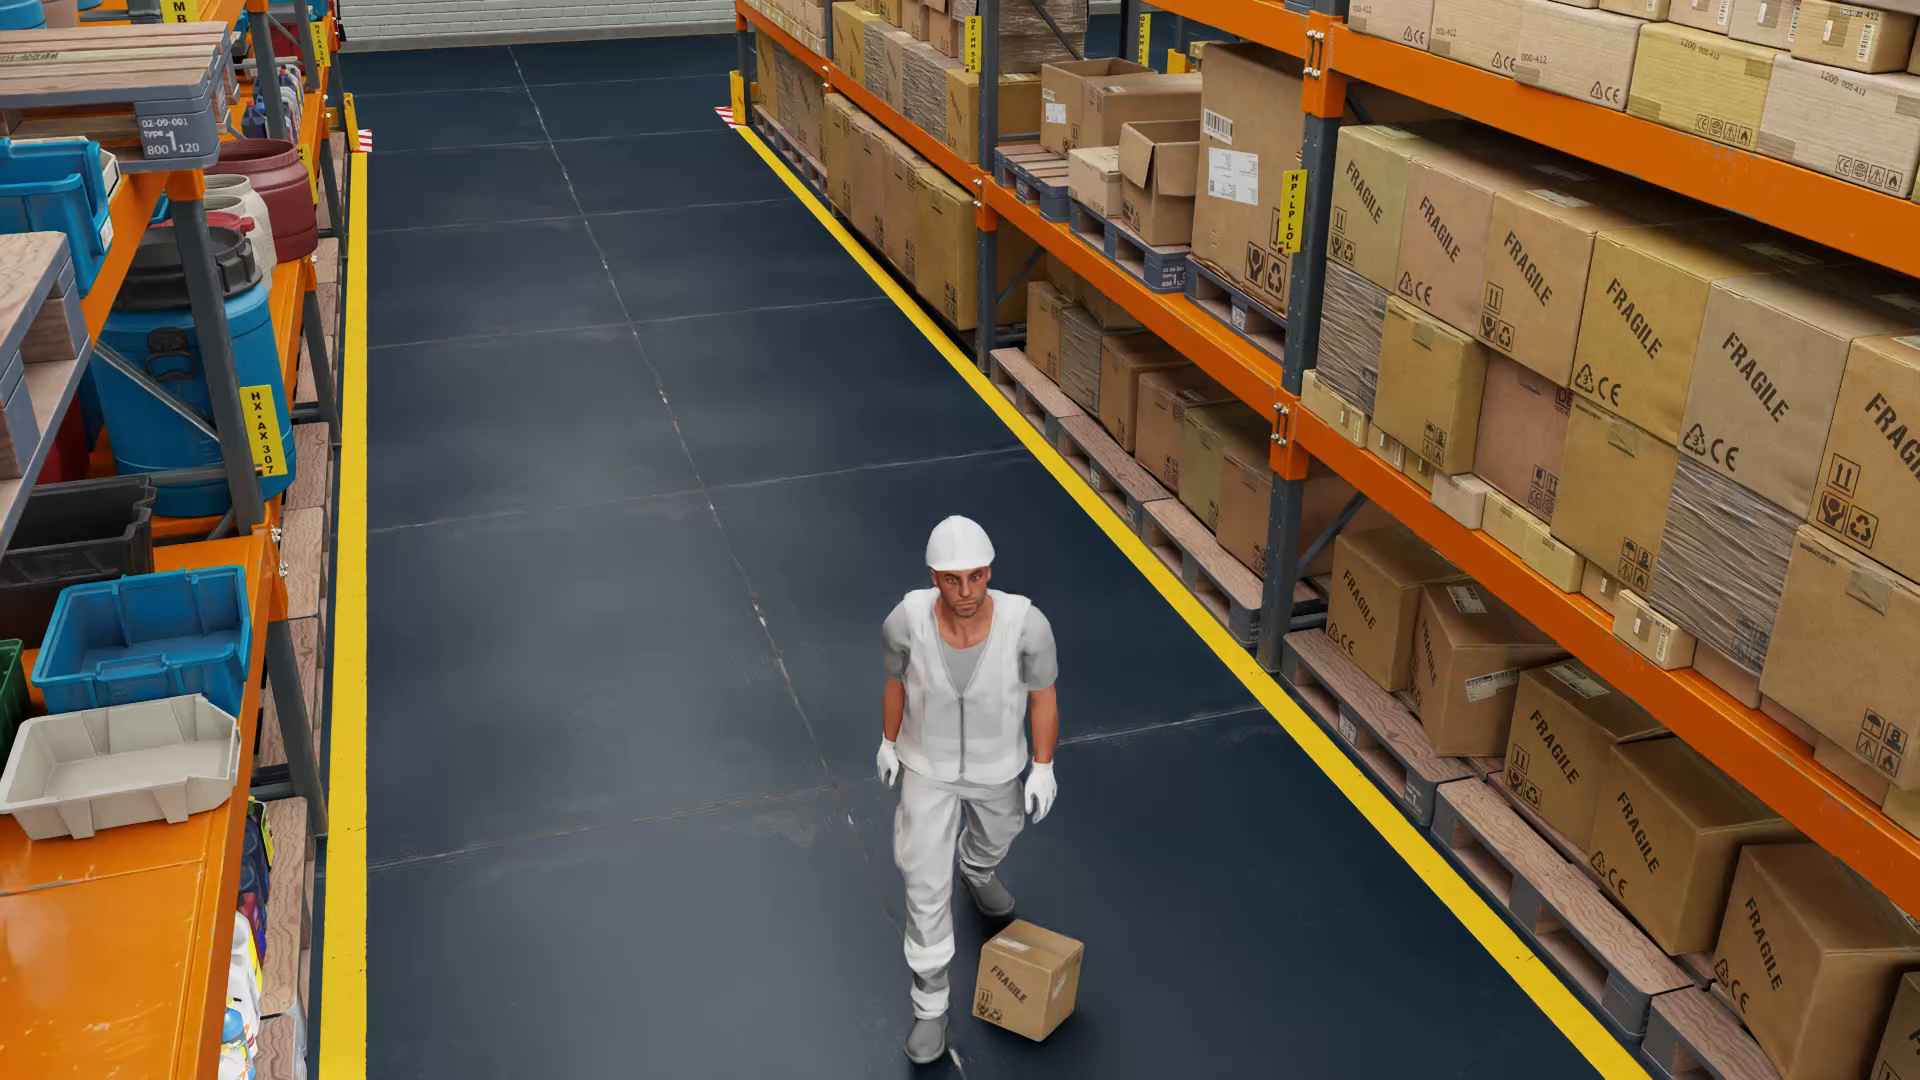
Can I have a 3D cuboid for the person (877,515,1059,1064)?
[{"bbox_3d":[0.020,0.683,5.217,0.567,1.748,0.962,-1,26,-2],"label":"person"}]
